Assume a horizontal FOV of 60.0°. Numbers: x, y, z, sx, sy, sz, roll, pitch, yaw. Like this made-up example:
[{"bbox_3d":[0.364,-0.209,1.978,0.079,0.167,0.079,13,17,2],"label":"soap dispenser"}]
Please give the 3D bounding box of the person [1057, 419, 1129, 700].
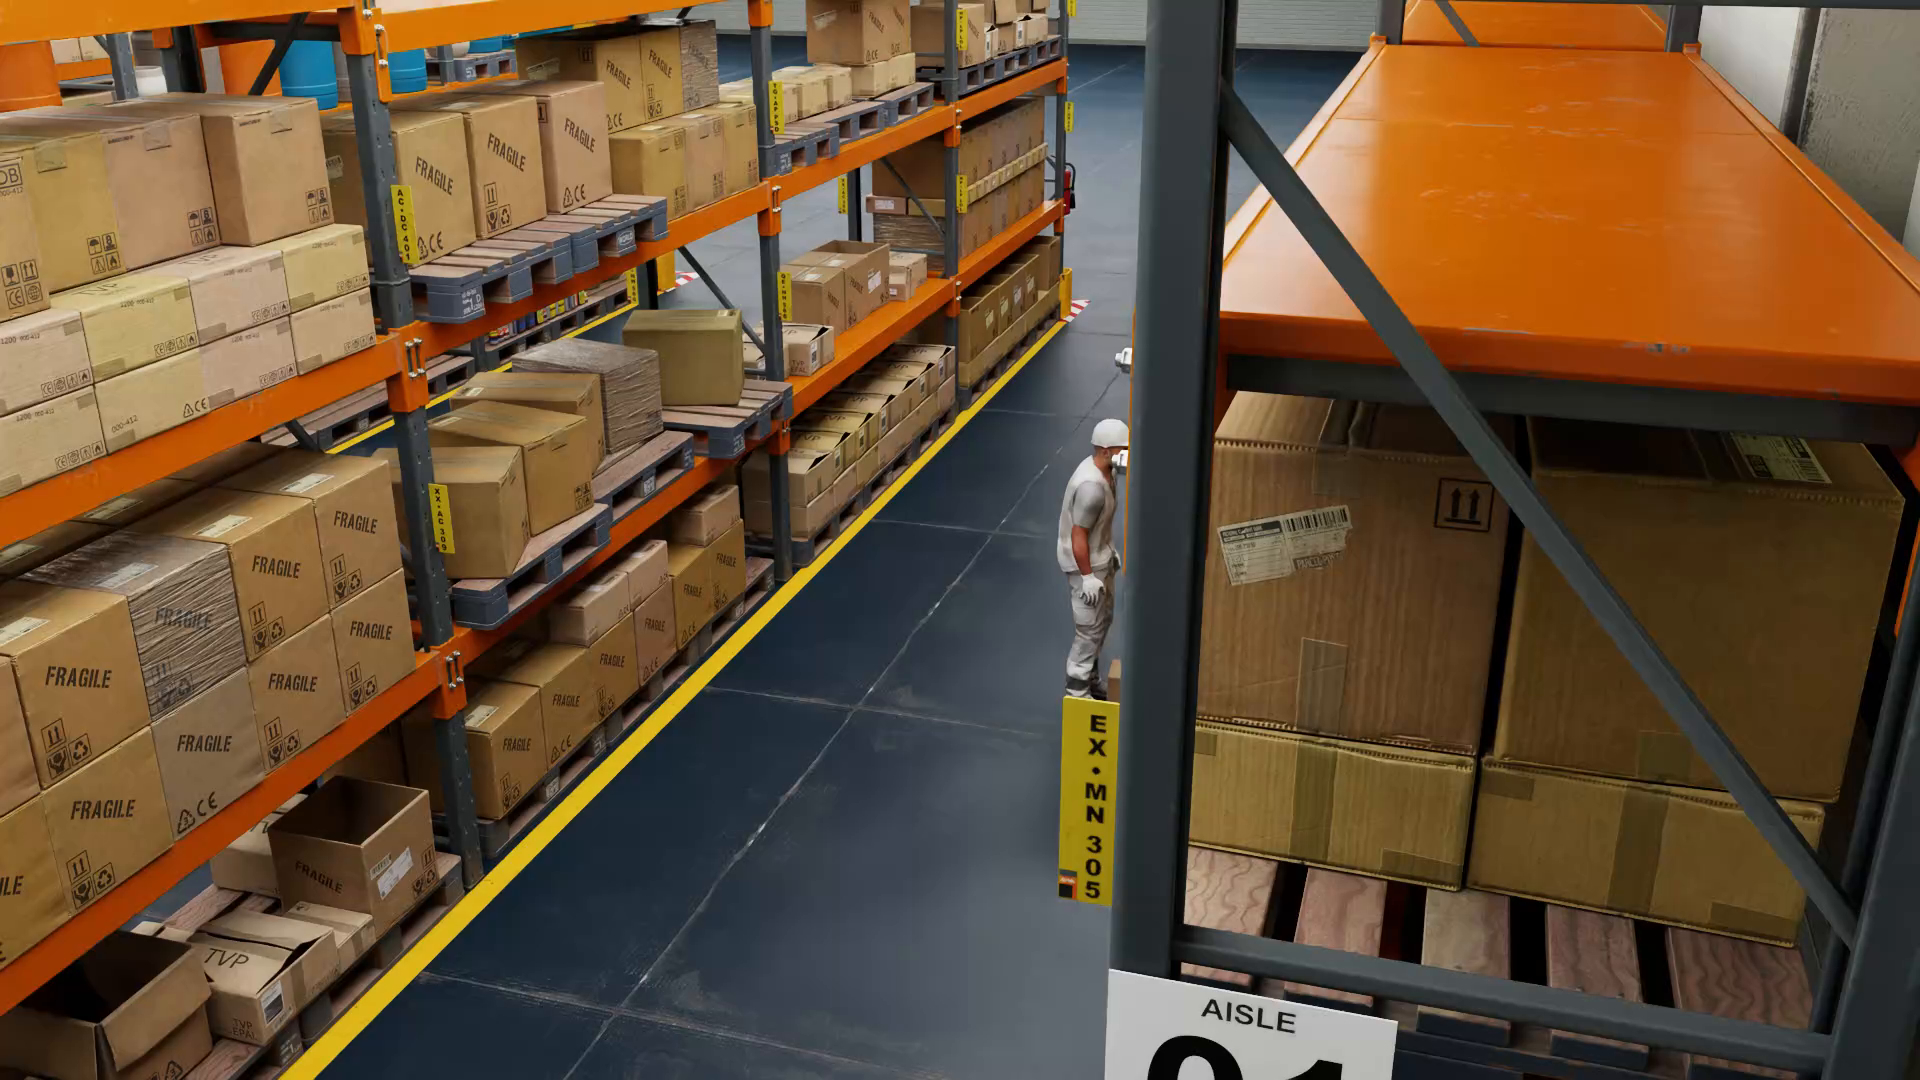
[{"bbox_3d":[0.796,0.152,9.684,0.449,1.780,0.607,6,23,16],"label":"person"}]
